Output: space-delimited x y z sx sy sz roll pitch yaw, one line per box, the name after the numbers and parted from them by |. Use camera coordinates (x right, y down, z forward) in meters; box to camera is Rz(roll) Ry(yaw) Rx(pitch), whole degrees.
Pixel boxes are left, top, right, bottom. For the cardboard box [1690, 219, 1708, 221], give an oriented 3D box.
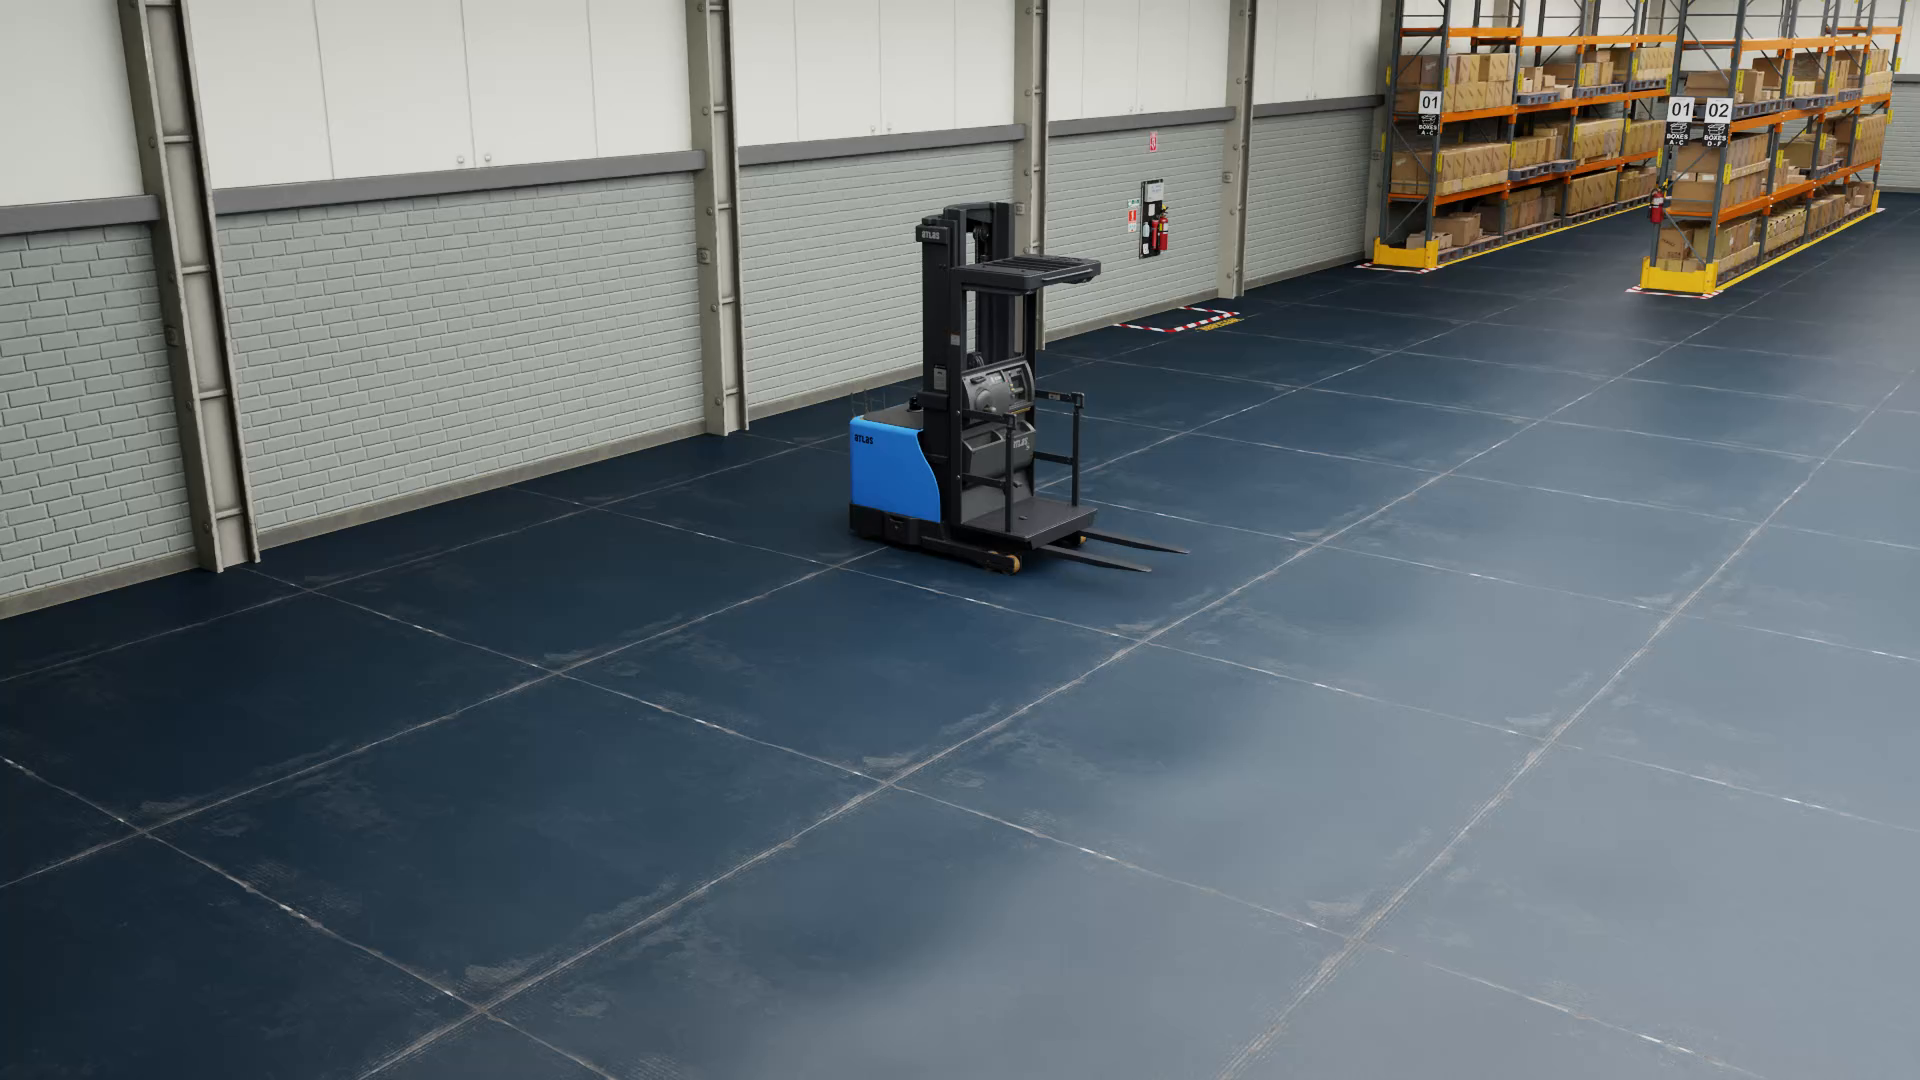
13.623 -5.660 30.575 0.500 0.500 0.500 12 21 35 | cardboard box

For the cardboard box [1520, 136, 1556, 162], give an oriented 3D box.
12.566 -8.541 36.279 0.700 0.500 0.500 10 20 30 | cardboard box

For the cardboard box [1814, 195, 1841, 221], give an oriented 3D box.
19.148 -7.345 36.811 0.500 0.500 0.500 13 21 35 | cardboard box

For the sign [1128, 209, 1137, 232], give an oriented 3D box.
2.615 -4.841 25.216 0.001 0.329 0.234 12 21 35 | sign

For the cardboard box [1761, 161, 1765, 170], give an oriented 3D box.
14.608 -6.904 30.655 0.380 0.149 0.250 12 21 34 | cardboard box

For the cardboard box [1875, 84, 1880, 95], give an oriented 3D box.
20.897 -10.403 38.380 0.500 0.250 0.500 12 21 35 | cardboard box

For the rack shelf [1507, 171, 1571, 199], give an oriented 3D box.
11.958 -7.715 35.742 1.077 0.370 4.000 12 21 35 | rack shelf

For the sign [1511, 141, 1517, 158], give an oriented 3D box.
11.206 -7.901 33.670 0.100 0.325 0.005 12 21 35 | sign

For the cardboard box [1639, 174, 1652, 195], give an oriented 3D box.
17.281 -9.143 42.636 0.700 0.500 0.500 12 21 35 | cardboard box

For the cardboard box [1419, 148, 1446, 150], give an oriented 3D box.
9.105 -7.317 32.203 0.500 0.500 0.500 12 21 33 | cardboard box

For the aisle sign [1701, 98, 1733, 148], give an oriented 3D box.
12.570 -6.926 27.607 0.394 0.787 0.004 12 21 35 | aisle sign

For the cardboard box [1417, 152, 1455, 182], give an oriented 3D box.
8.908 -6.986 31.136 0.500 0.500 0.500 12 21 35 | cardboard box

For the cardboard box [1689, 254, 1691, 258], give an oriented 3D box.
12.734 -4.943 29.533 0.500 0.250 0.500 12 21 35 | cardboard box

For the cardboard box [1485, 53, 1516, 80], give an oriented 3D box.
10.685 -9.382 32.952 0.500 0.500 0.500 10 20 30 | cardboard box

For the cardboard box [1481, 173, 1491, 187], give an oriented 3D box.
10.136 -7.114 32.813 0.500 0.250 0.500 12 21 34 | cardboard box

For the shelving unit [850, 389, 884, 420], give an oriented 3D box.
-0.835 -0.757 15.159 0.258 1.200 0.189 13 21 35 | shelving unit

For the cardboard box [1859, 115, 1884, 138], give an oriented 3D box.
21.552 -9.816 39.440 0.500 0.500 0.500 13 22 36 | cardboard box

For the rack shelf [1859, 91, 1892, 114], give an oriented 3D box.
20.705 -10.178 38.617 1.077 0.370 4.000 12 21 35 | rack shelf

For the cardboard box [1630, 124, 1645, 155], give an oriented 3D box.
16.308 -9.930 41.156 0.980 0.700 0.700 12 21 33 | cardboard box

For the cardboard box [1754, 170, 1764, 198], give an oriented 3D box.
14.487 -6.648 30.926 0.700 0.500 0.500 12 21 33 | cardboard box

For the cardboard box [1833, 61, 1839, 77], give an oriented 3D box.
18.361 -9.916 35.515 0.600 0.600 0.600 11 21 33 | cardboard box

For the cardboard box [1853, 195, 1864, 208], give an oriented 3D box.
21.180 -8.069 39.563 0.500 0.250 0.500 12 21 35 | cardboard box

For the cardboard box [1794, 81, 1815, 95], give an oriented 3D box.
16.905 -9.104 33.488 0.500 0.250 0.500 11 20 31 | cardboard box

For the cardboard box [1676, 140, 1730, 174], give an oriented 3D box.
12.683 -6.544 28.401 0.700 0.500 0.500 13 21 35 | cardboard box

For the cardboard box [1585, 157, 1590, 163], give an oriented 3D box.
14.276 -8.773 38.327 0.380 0.149 0.250 13 21 36 | cardboard box

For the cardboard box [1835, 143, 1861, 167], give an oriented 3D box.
20.036 -8.734 37.642 0.500 0.500 0.500 13 22 36 | cardboard box

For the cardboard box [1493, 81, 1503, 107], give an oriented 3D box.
10.352 -8.790 32.730 0.500 0.500 0.500 10 20 30 | cardboard box

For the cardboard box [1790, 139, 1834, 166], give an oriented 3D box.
18.113 -8.262 35.416 0.500 0.500 0.700 -15 23 -40 | cardboard box

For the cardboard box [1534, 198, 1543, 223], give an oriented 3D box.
12.362 -7.268 36.564 0.700 0.500 0.500 12 21 35 | cardboard box

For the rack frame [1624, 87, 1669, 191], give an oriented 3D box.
17.916 -10.440 43.305 1.000 3.000 0.127 12 21 35 | rack frame

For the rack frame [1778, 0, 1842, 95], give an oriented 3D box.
17.130 -10.525 33.463 1.000 3.000 0.127 12 21 35 | rack frame

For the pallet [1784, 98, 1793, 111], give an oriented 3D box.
15.262 -8.261 31.553 0.805 0.209 1.217 11 21 33 | pallet

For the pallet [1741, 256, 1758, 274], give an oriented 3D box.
14.239 -5.194 31.113 1.003 0.211 1.213 12 21 35 | pallet

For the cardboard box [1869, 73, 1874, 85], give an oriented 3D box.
20.299 -10.404 37.540 0.500 0.250 0.500 12 21 35 | cardboard box

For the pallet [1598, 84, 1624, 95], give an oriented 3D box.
15.026 -10.601 39.089 0.805 0.209 1.217 11 21 33 | pallet

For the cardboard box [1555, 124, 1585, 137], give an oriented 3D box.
13.644 -9.162 37.219 0.500 0.250 0.500 13 22 36 | cardboard box

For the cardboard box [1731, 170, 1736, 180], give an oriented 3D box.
13.227 -6.350 28.872 0.380 0.149 0.250 12 21 34 | cardboard box

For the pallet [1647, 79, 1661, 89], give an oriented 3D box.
16.756 -11.360 41.358 1.003 0.211 1.213 12 21 35 | pallet

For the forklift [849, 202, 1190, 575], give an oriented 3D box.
0.494 -1.288 13.948 3.031 2.935 1.130 13 21 35 | forklift

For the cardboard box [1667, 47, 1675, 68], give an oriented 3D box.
17.699 -12.185 41.977 0.500 0.500 0.500 12 21 35 | cardboard box

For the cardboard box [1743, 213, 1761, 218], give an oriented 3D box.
15.664 -6.372 33.189 0.500 0.311 0.500 12 21 34 | cardboard box

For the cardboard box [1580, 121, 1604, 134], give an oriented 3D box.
14.540 -9.525 38.391 0.500 0.250 0.500 12 21 34 | cardboard box

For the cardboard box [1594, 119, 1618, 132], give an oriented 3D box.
15.147 -9.768 39.173 0.500 0.250 0.500 13 21 36 | cardboard box

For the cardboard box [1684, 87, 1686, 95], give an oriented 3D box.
12.838 -7.704 28.745 0.500 0.250 0.500 12 21 35 | cardboard box

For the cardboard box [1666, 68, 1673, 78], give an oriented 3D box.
17.693 -11.828 42.092 0.500 0.250 0.500 13 22 36 | cardboard box

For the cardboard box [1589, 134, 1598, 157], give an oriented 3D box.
14.260 -9.046 38.110 0.500 0.500 0.500 12 21 34 | cardboard box

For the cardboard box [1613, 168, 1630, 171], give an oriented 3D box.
16.739 -9.335 42.160 0.380 0.149 0.250 13 21 35 | cardboard box

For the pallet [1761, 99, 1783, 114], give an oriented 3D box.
14.259 -7.890 30.185 1.003 0.211 1.213 12 21 35 | pallet

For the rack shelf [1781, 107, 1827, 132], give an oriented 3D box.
15.938 -8.273 32.481 1.077 0.370 4.000 12 21 35 | rack shelf

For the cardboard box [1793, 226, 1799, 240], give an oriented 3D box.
16.708 -6.256 33.759 0.500 0.250 0.500 12 21 34 | cardboard box

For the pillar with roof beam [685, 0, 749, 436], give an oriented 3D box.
0.837 -4.766 14.917 9.100 9.000 0.400 12 21 35 | pillar with roof beam
